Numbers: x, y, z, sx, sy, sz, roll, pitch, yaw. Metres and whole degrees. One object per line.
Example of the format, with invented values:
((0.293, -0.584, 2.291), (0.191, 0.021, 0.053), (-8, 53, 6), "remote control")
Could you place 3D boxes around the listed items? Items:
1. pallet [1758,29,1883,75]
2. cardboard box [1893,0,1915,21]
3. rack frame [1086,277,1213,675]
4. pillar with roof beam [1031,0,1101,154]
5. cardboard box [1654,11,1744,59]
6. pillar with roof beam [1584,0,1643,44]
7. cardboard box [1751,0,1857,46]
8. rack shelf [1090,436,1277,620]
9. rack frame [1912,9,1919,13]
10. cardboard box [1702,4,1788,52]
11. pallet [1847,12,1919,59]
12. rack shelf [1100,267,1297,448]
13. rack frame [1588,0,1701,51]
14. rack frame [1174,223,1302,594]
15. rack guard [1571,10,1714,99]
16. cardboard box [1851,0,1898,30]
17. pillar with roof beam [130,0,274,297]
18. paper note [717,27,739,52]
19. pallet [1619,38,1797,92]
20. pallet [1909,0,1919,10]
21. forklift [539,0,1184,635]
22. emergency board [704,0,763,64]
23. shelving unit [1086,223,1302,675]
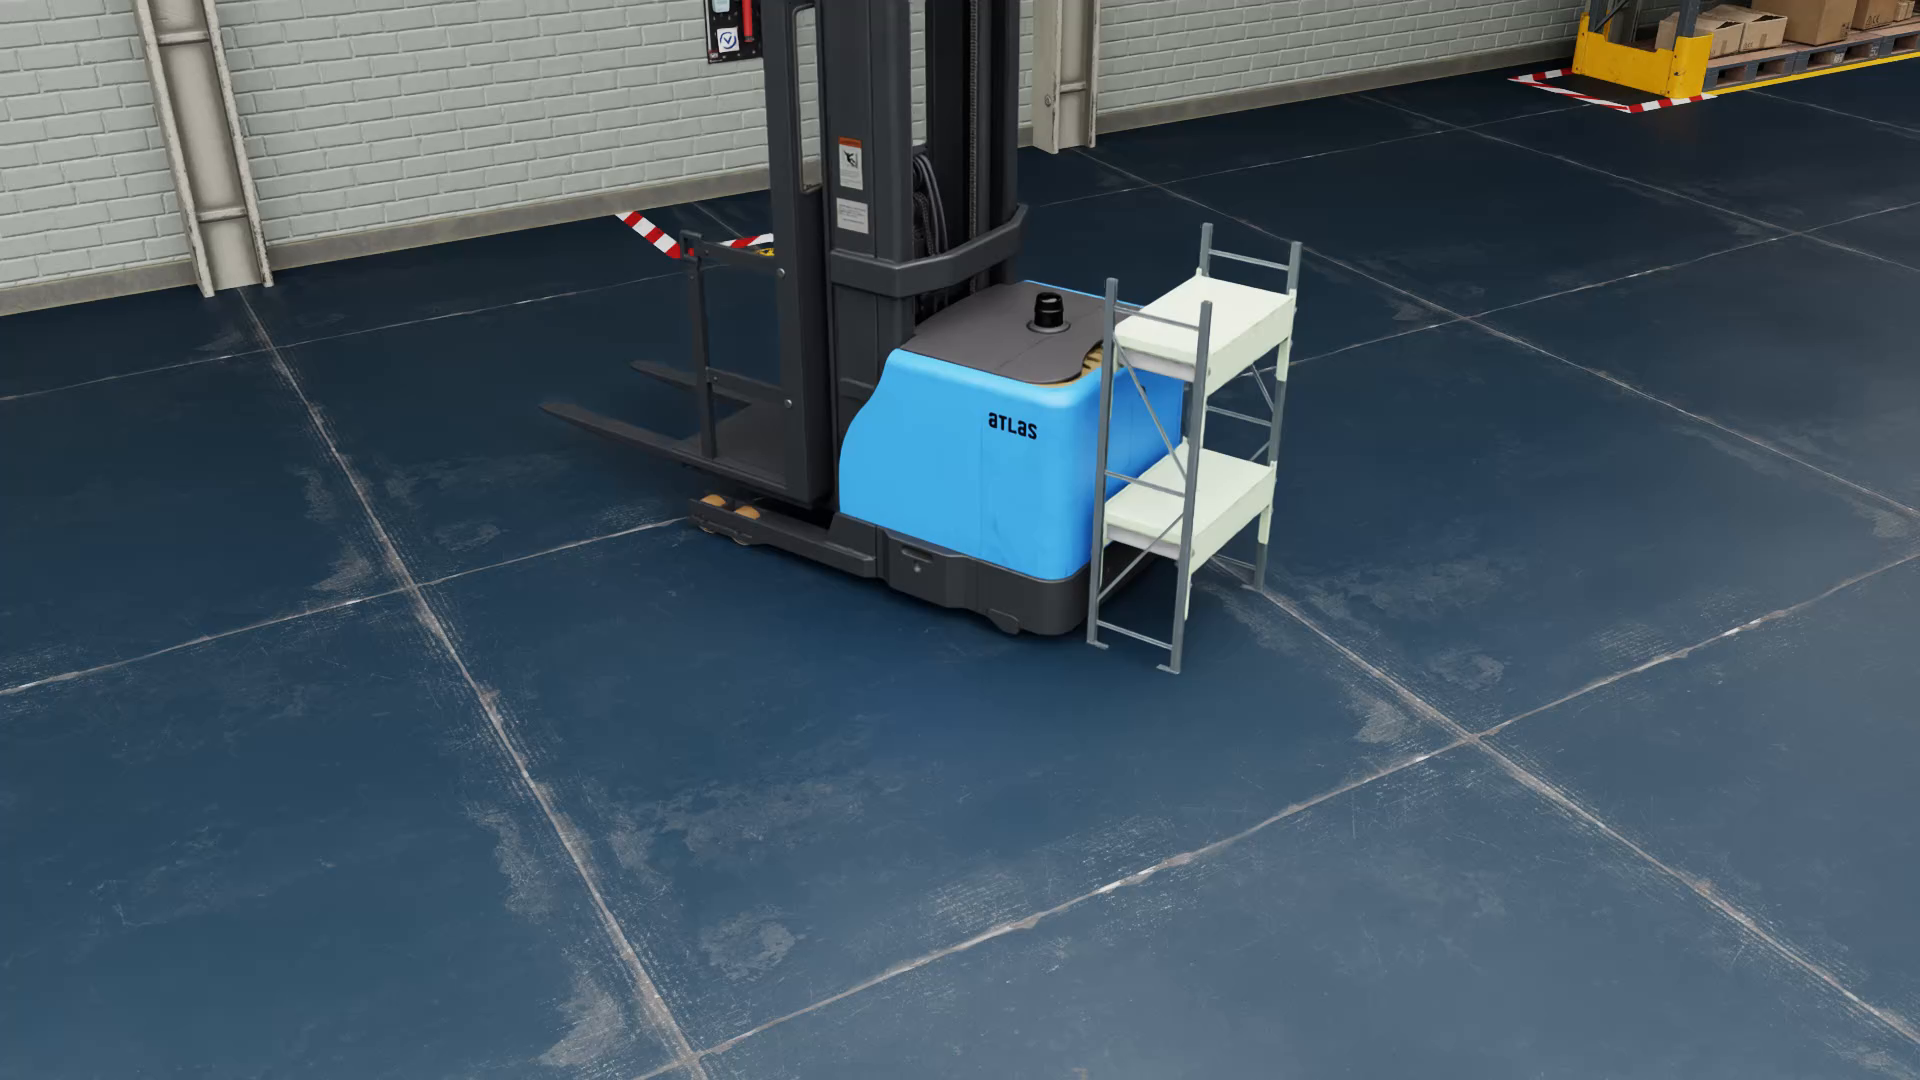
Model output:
((7.631, -4.548, 15.273), (1.213, 0.211, 1.003), (-16, 33, -26), "pallet")
((8.799, -5.058, 15.787), (0.250, 0.166, 0.380), (-21, 35, -33), "cardboard box")
((0.674, -0.200, 6.055), (0.400, 1.500, 0.023), (19, 34, 29), "rack frame")
((2.970, -5.166, 7.298), (0.400, 9.000, 9.100), (-16, 33, -26), "pillar with roof beam")
((6.439, -4.417, 14.477), (0.500, 0.311, 0.500), (-20, 35, -32), "cardboard box")
((8.143, -6.635, 9.959), (0.400, 9.000, 9.100), (-16, 33, -26), "pillar with roof beam")
((7.588, -4.798, 14.972), (0.500, 0.500, 0.700), (-18, 34, -29), "cardboard box")
((0.876, -0.062, 6.480), (0.431, 0.370, 0.720), (19, 34, 29), "rack shelf")
((9.245, -6.249, 15.469), (0.127, 3.000, 1.000), (-16, 33, -26), "rack frame")
((6.930, -4.557, 14.730), (0.500, 0.311, 0.500), (-13, 31, -22), "cardboard box")
((8.684, -4.849, 15.818), (1.213, 0.211, 1.003), (-16, 33, -26), "pallet")
((0.883, -0.687, 6.130), (0.431, 0.370, 0.720), (19, 34, 29), "rack shelf")
((5.796, -5.270, 13.695), (0.127, 3.000, 1.000), (-16, 33, -26), "rack frame")
((1.084, -0.493, 6.586), (0.400, 1.500, 0.023), (19, 34, 29), "rack frame")
((5.862, -4.194, 14.332), (0.348, 0.500, 1.175), (-16, 33, -26), "rack guard")
((8.371, -5.076, 15.476), (0.500, 0.500, 0.500), (-19, 34, -30), "cardboard box")
((-2.203, -3.697, 4.636), (0.400, 9.000, 9.100), (-16, 33, -26), "pillar with roof beam")
((-1.549, -3.344, 11.116), (0.142, 0.148, 0.016), (-16, 33, -26), "paper note")
((6.580, -4.252, 14.736), (1.213, 0.211, 1.003), (-16, 33, -26), "pallet")
((9.916, -5.219, 16.489), (1.213, 0.211, 1.003), (-16, 33, -26), "pallet")
((-0.578, -1.452, 6.847), (3.031, 2.935, 1.130), (18, 34, 30), "forklift")
((-1.361, -3.744, 10.929), (0.643, 1.169, 0.194), (-16, 33, -26), "emergency board")
((0.879, -0.347, 6.321), (0.431, 1.500, 0.755), (19, 34, 29), "shelving unit")
